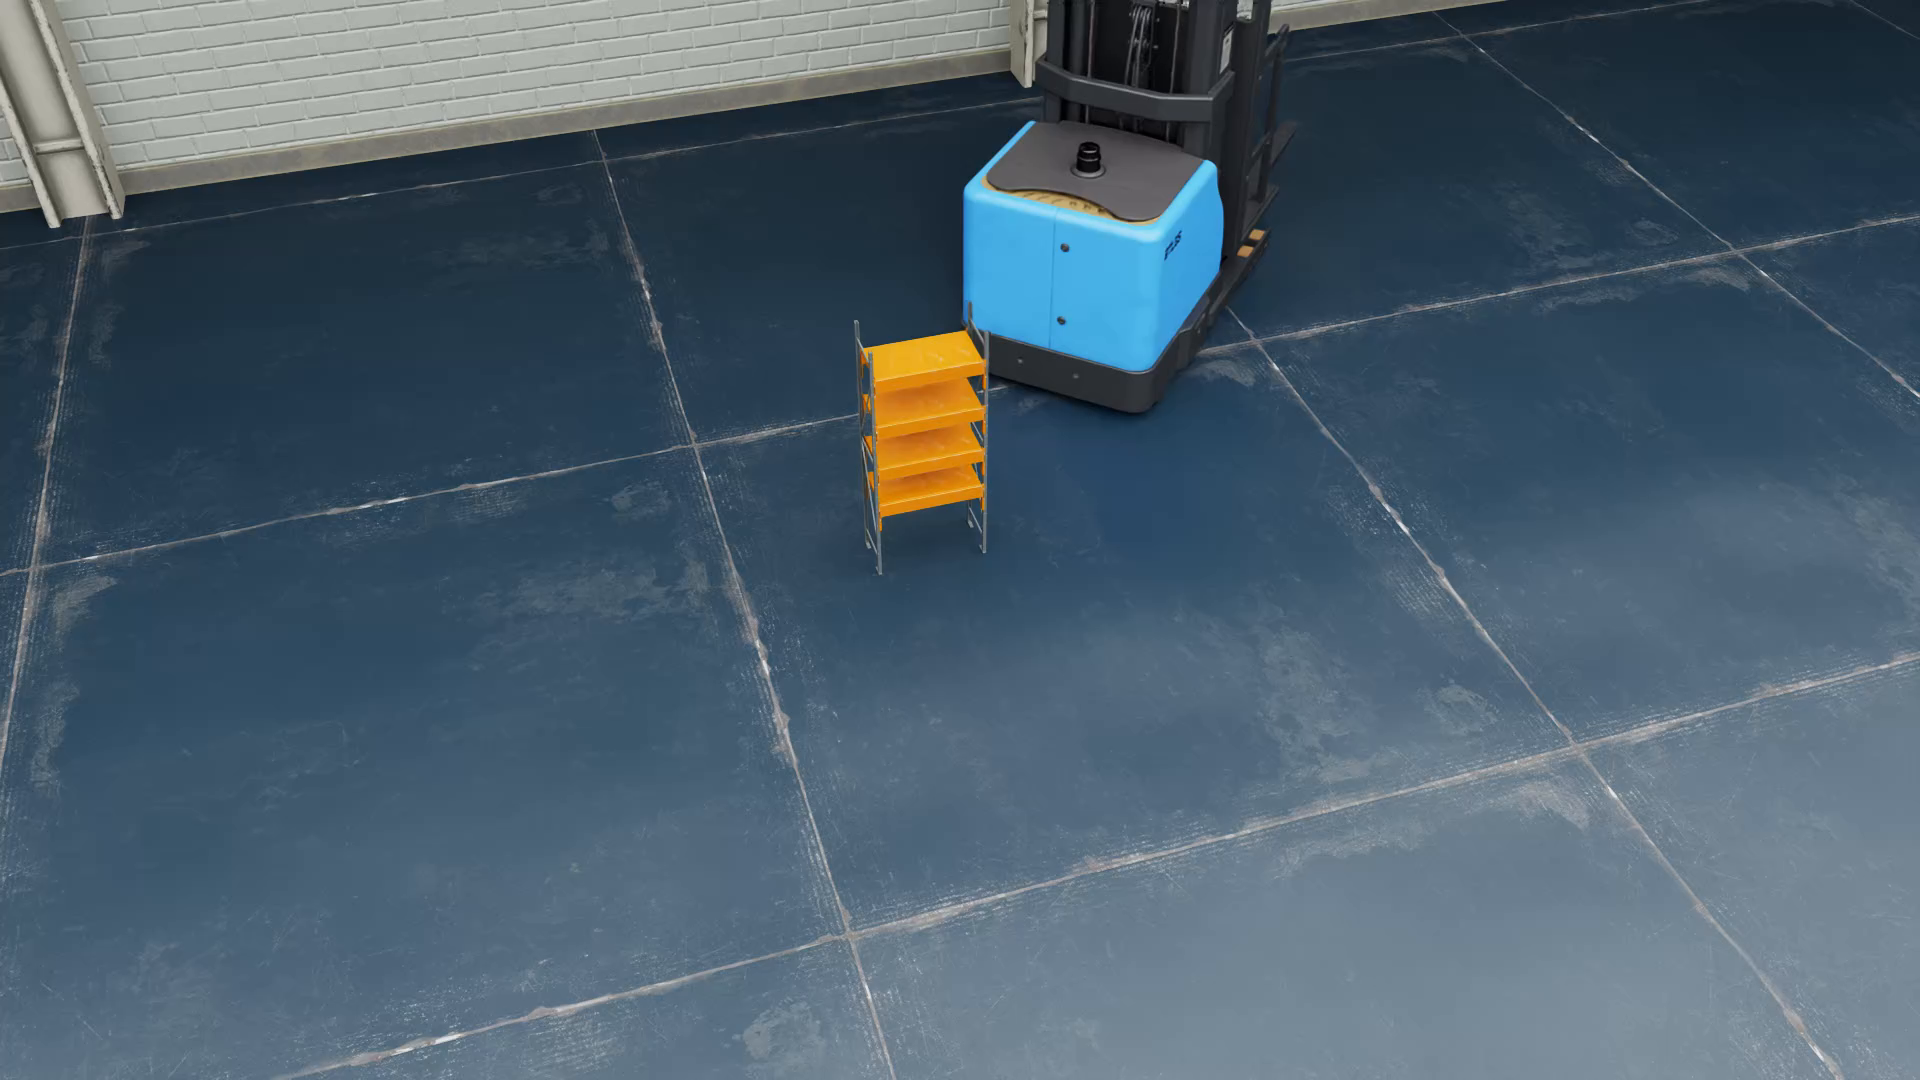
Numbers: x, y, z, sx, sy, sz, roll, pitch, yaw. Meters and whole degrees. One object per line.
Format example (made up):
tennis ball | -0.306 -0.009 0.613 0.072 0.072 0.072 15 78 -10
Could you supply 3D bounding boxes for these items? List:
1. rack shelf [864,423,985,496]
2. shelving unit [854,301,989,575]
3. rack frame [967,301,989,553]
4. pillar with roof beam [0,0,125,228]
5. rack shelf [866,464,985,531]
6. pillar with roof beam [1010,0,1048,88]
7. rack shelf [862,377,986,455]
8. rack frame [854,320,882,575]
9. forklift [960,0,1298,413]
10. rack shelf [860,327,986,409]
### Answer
rack shelf | -0.158 -0.368 7.212 0.480 0.148 0.258 -12 42 -13
shelving unit | -0.158 -0.419 7.167 0.503 1.200 0.258 -12 42 -13
rack frame | 0.075 -0.467 7.223 0.015 1.200 0.240 -12 42 -13
pillar with roof beam | -3.863 -2.638 3.779 0.400 9.000 9.100 -12 42 -13
rack shelf | -0.158 -0.219 7.342 0.480 0.148 0.258 -12 42 -13
pillar with roof beam | 1.860 -3.824 5.137 0.400 9.000 9.100 -12 42 -13
rack shelf | -0.158 -0.537 7.064 0.480 0.148 0.258 -12 42 -13
rack frame | -0.391 -0.371 7.112 0.015 1.200 0.240 -12 42 -13
forklift | 1.104 -2.699 8.461 1.130 2.935 3.031 18 44 19
rack shelf | -0.158 -0.715 6.909 0.480 0.148 0.258 -12 42 -13
